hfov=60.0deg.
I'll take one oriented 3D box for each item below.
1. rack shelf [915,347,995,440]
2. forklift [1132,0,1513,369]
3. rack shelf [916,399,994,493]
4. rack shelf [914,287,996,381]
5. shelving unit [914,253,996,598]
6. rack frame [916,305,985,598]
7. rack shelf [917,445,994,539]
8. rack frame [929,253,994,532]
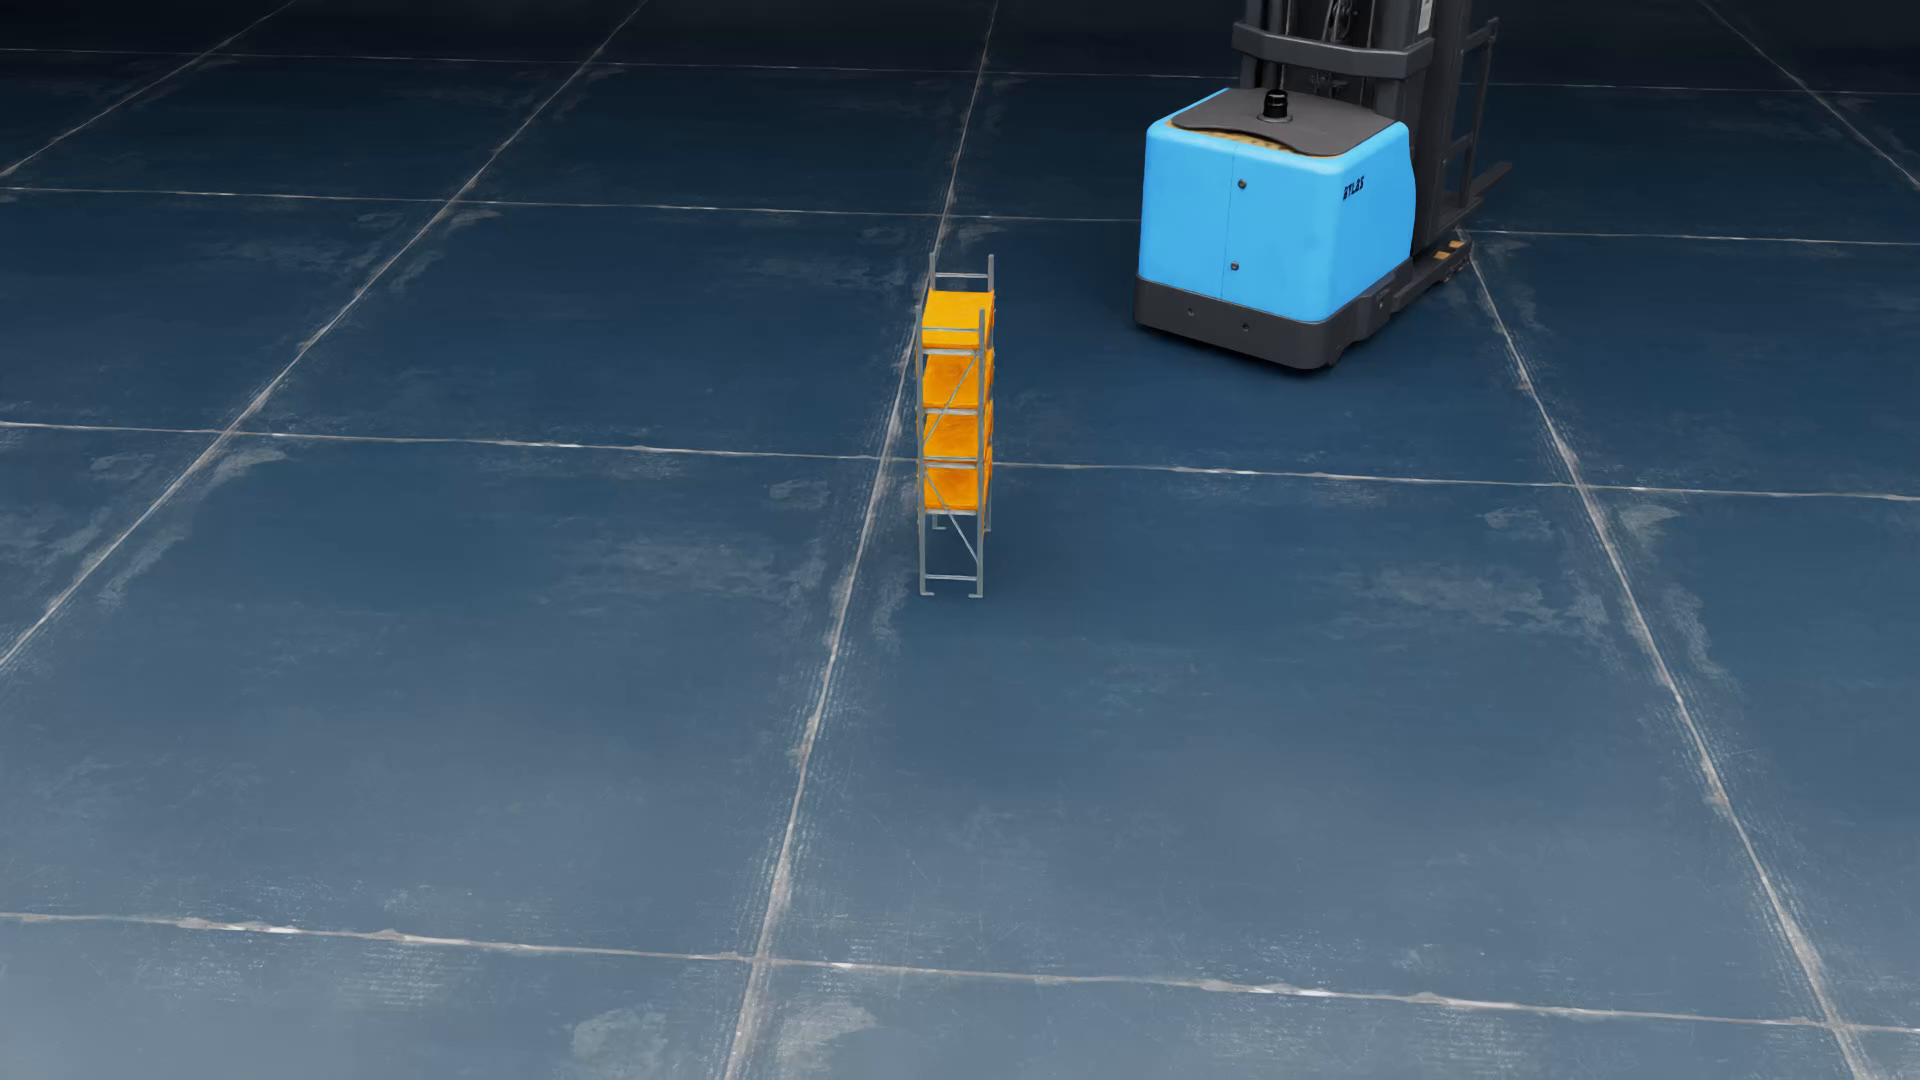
[{"bbox_3d":[-0.013,-0.557,6.213,0.258,0.148,0.480,2,32,4],"label":"rack shelf"},{"bbox_3d":[2.155,-2.781,8.468,1.130,2.935,3.031,21,37,30],"label":"forklift"},{"bbox_3d":[-0.013,-0.367,6.330,0.258,0.148,0.480,2,32,4],"label":"rack shelf"},{"bbox_3d":[-0.013,-0.759,6.089,0.258,0.148,0.480,2,32,4],"label":"rack shelf"},{"bbox_3d":[-0.013,-0.424,6.295,0.258,1.200,0.503,2,32,4],"label":"shelving unit"},{"bbox_3d":[-0.033,-0.297,6.088,0.240,1.200,0.015,2,32,4],"label":"rack frame"},{"bbox_3d":[-0.013,-0.198,6.434,0.258,0.148,0.480,2,32,4],"label":"rack shelf"},{"bbox_3d":[0.006,-0.552,6.502,0.240,1.200,0.015,2,32,4],"label":"rack frame"}]
